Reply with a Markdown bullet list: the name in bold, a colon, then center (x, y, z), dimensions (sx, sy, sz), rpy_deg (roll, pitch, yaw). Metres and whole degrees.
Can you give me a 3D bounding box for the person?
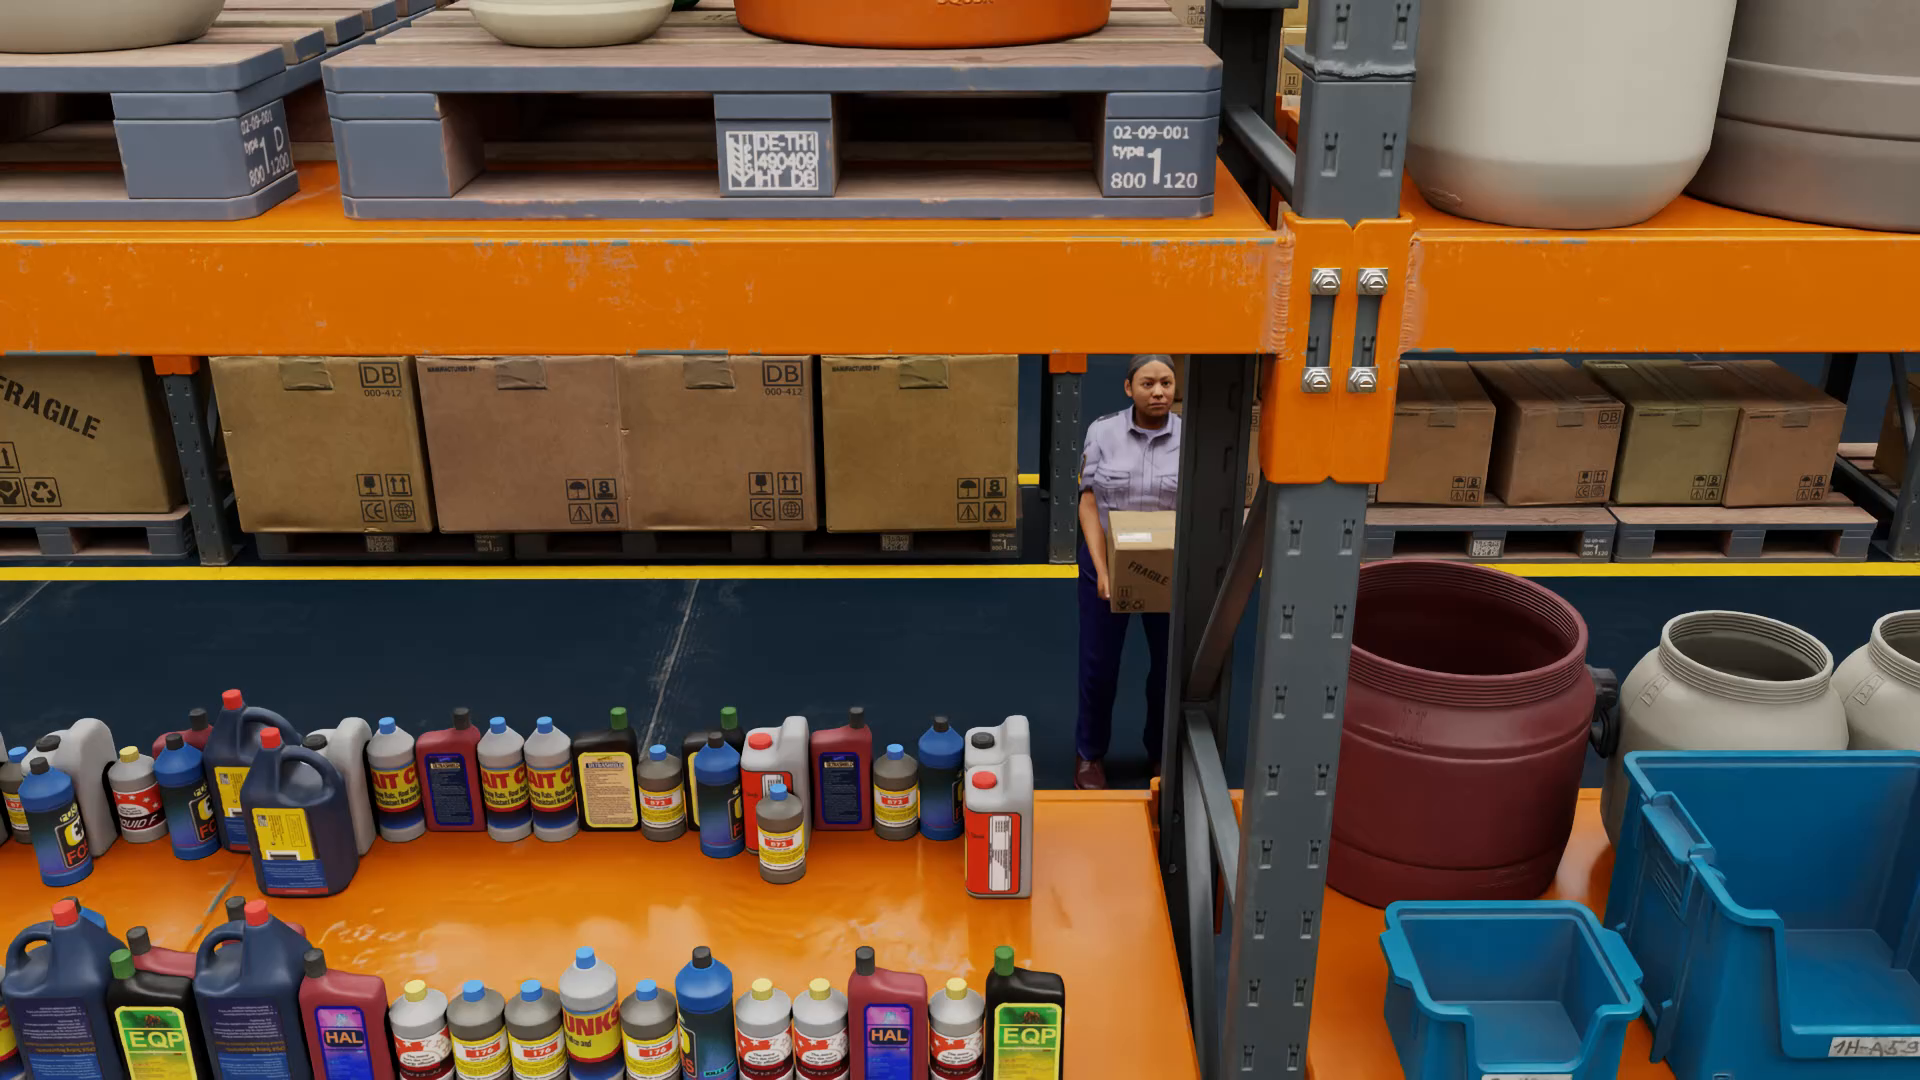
- **person**: center (0.633, 0.219, 5.896), dimensions (0.451, 1.432, 0.362), rpy_deg (0, 24, 0)
